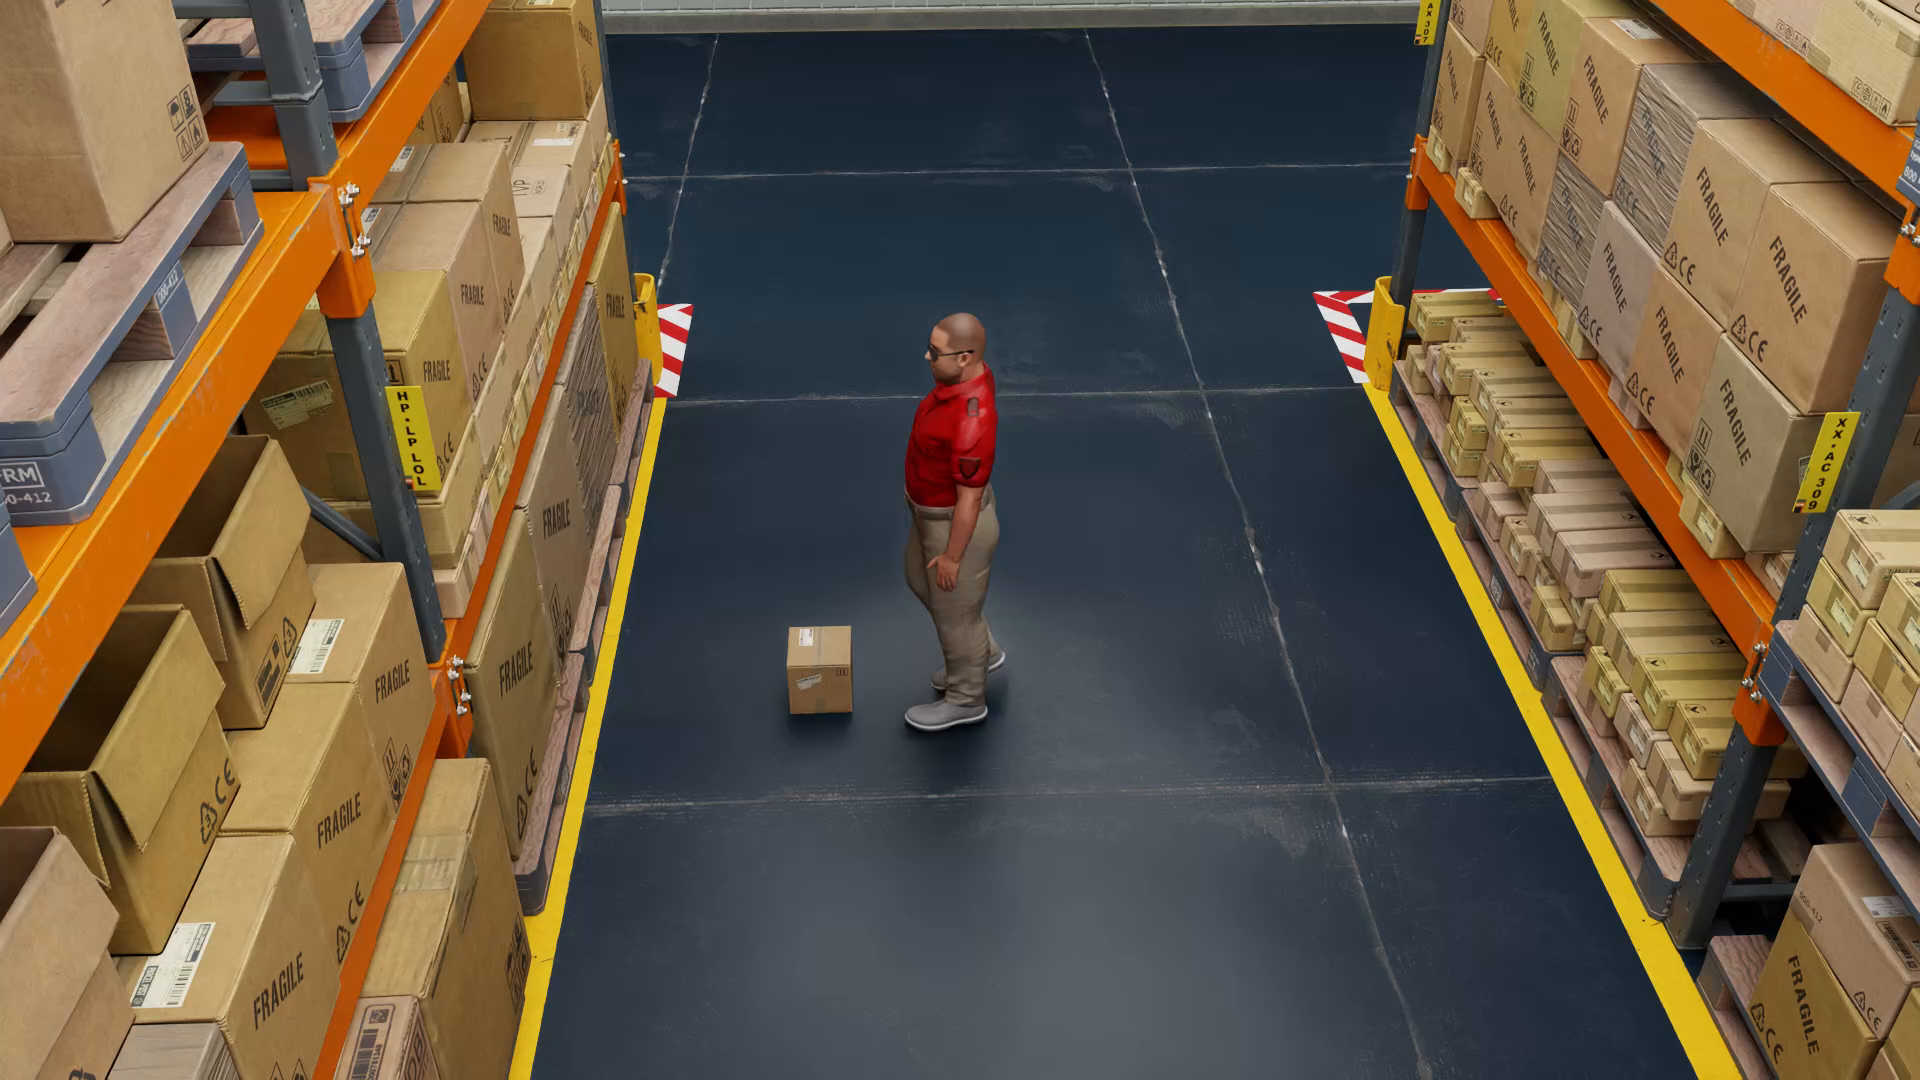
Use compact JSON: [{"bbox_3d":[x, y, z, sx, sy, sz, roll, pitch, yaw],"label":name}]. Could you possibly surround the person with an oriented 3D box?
[{"bbox_3d":[-0.015,-0.062,6.231,0.416,1.737,0.552,-1,35,-2],"label":"person"}]
